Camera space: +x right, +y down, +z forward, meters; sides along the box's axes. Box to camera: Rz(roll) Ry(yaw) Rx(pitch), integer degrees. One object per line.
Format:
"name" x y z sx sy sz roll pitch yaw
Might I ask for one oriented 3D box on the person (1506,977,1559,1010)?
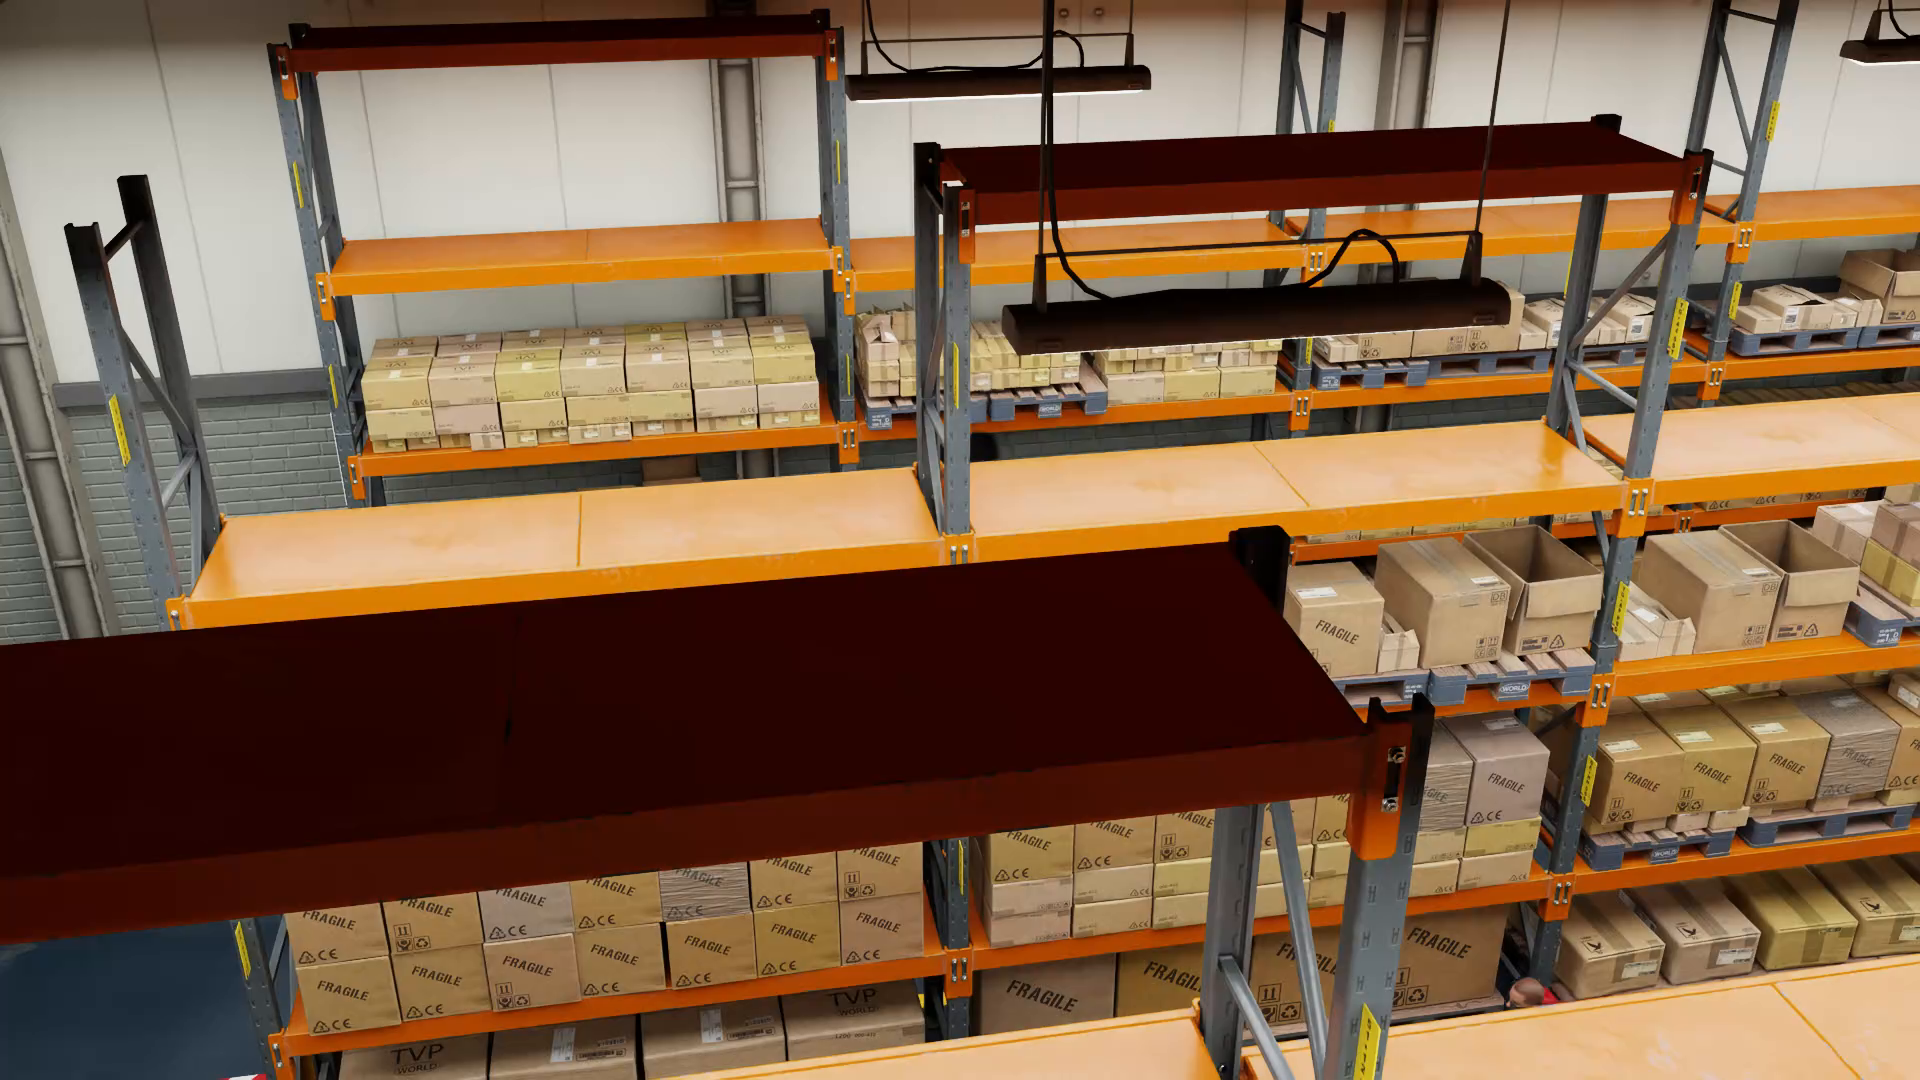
"person" 3.502 3.242 9.823 0.851 1.549 0.704 -1 26 -3
